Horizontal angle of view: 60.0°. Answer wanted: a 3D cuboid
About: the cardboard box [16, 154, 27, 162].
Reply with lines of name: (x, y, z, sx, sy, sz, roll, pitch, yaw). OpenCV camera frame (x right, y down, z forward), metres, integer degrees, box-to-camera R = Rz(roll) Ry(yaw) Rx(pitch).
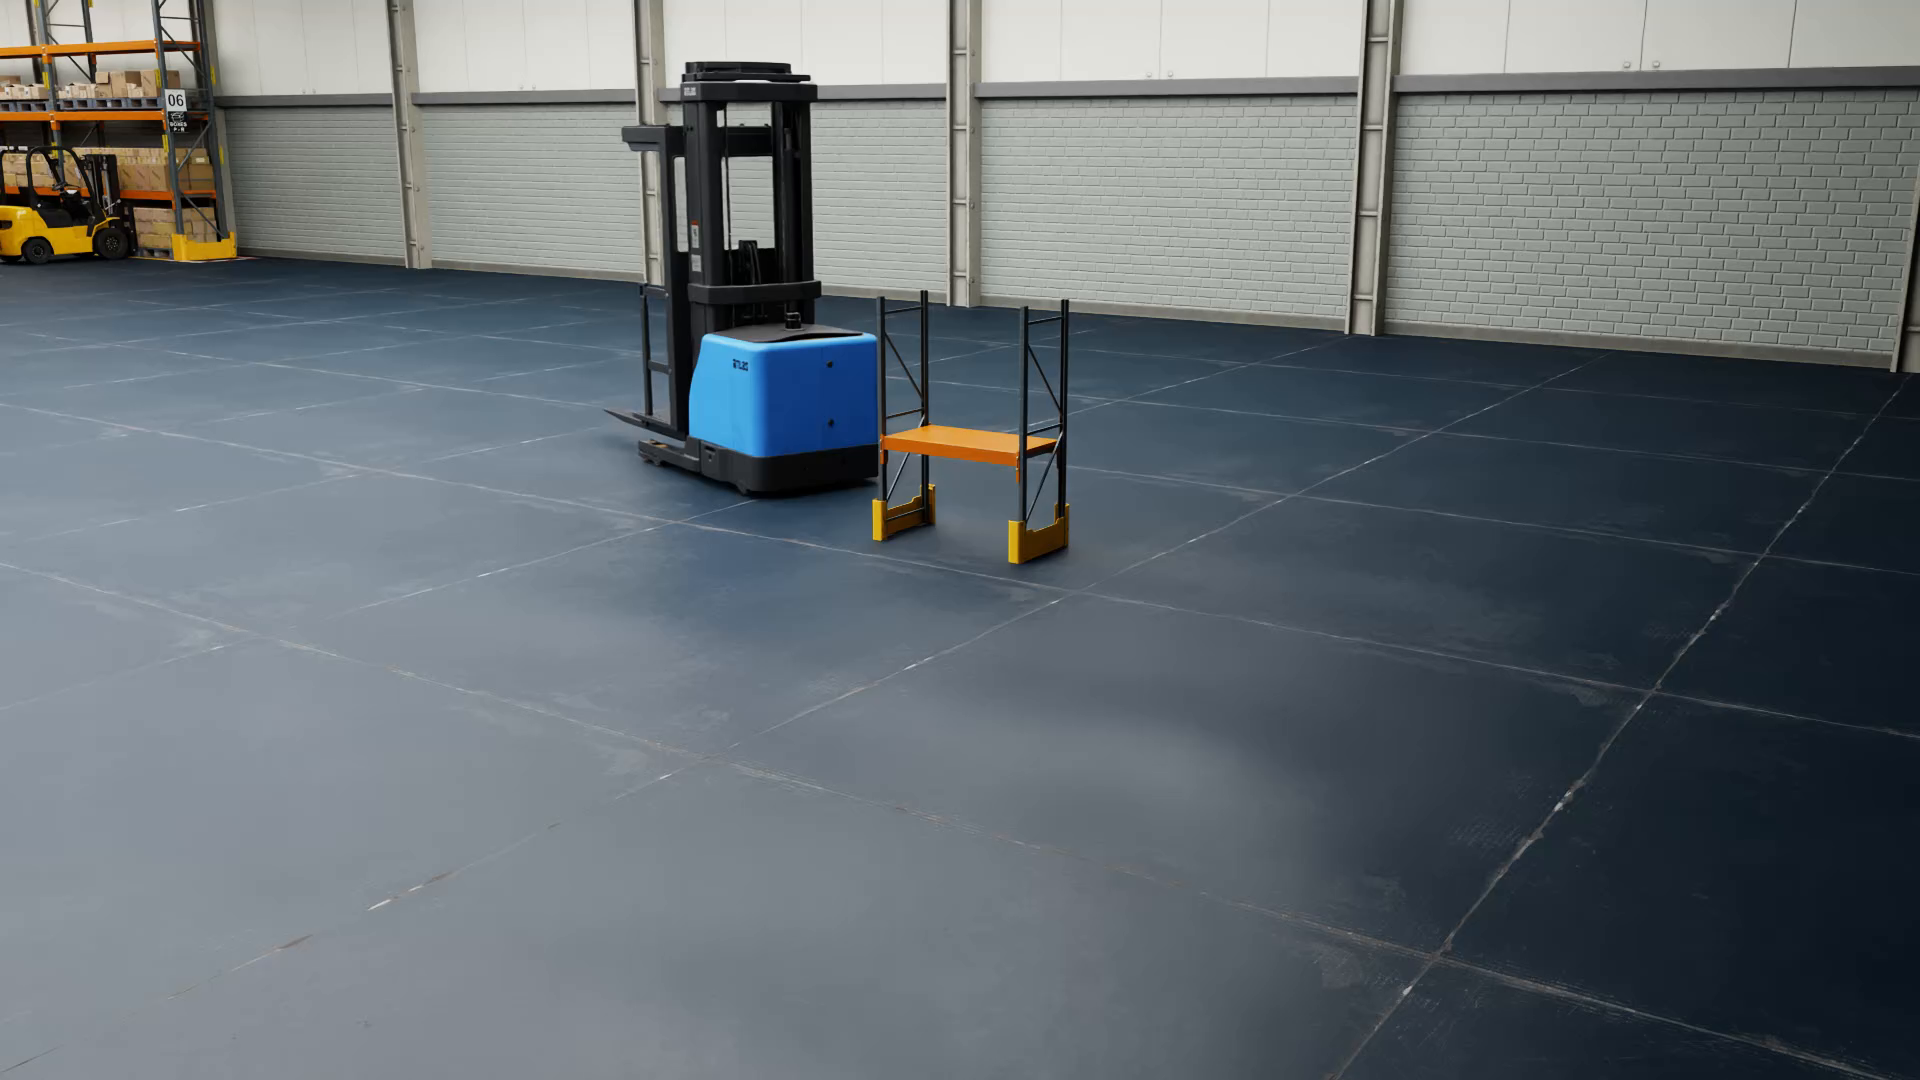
cardboard box: (-19.610, -8.042, 35.008, 0.250, 0.149, 0.380, 9, 17, 33)

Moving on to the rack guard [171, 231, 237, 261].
rack guard: (-14.787, -5.758, 32.544, 0.348, 0.500, 1.175, 9, 17, 33)

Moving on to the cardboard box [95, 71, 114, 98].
cardboard box: (-16.568, -8.987, 32.848, 0.637, 0.503, 0.797, 10, 17, 35)

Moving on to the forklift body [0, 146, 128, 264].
forklift body: (-17.398, -6.453, 31.916, 1.214, 2.155, 2.313, 9, 17, 33)

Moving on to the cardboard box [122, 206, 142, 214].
cardboard box: (-16.630, -6.531, 33.232, 0.500, 0.250, 0.500, 9, 16, 32)

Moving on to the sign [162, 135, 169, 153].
sign: (-15.121, -7.545, 31.659, 0.005, 0.325, 0.100, 9, 17, 33)

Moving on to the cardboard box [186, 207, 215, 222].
cardboard box: (-15.100, -6.431, 32.829, 0.500, 0.250, 0.500, 9, 16, 32)

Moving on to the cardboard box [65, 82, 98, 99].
cardboard box: (-17.571, -9.016, 33.364, 0.500, 0.311, 0.500, 10, 17, 34)

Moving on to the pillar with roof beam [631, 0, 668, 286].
pillar with roof beam: (-7.327, -7.692, 22.670, 0.400, 9.000, 9.100, 9, 17, 33)

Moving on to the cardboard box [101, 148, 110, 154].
cardboard box: (-16.913, -7.760, 33.252, 0.250, 0.149, 0.380, 9, 17, 33)

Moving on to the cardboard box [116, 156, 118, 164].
cardboard box: (-16.736, -7.568, 33.095, 0.250, 0.149, 0.380, 9, 16, 32)

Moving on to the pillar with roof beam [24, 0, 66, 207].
pillar with roof beam: (-22.262, -10.106, 32.421, 0.400, 9.000, 9.100, 9, 17, 33)

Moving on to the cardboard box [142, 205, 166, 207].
cardboard box: (-16.347, -6.637, 33.659, 0.500, 0.250, 0.500, 9, 16, 32)

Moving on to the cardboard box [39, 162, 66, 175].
cardboard box: (-18.676, -7.696, 34.441, 0.500, 0.250, 0.500, 9, 16, 32)

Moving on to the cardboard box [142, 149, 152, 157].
cardboard box: (-15.676, -7.545, 32.383, 0.250, 0.149, 0.380, 10, 17, 34)

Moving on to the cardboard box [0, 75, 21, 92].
cardboard box: (-20.135, -9.522, 35.015, 0.500, 0.500, 0.500, 10, 17, 34)

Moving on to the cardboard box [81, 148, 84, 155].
cardboard box: (-17.543, -7.868, 33.686, 0.250, 0.149, 0.380, 9, 16, 32)

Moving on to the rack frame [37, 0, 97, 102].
rack frame: (-18.126, -10.423, 33.702, 0.127, 3.000, 1.000, 9, 17, 33)

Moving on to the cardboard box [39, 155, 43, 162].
cardboard box: (-18.931, -7.950, 34.640, 0.250, 0.149, 0.380, 9, 17, 33)

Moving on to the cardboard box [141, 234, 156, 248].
cardboard box: (-15.780, -5.912, 32.813, 0.500, 0.250, 0.500, 9, 17, 33)

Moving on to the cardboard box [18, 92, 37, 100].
cardboard box: (-19.208, -9.185, 34.382, 0.250, 0.149, 0.380, 9, 17, 33)

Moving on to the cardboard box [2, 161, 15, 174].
cardboard box: (-19.936, -7.905, 35.284, 0.500, 0.250, 0.500, 9, 17, 34)

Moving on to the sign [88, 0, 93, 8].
sign: (-17.795, -11.061, 34.005, 0.005, 0.325, 0.100, 9, 17, 33)

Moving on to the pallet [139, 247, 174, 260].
pallet: (-15.464, -5.715, 32.972, 1.213, 0.211, 1.003, 9, 17, 33)

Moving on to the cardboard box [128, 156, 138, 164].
cardboard box: (-16.108, -7.466, 32.683, 0.250, 0.149, 0.380, 9, 16, 31)

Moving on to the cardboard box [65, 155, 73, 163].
cardboard box: (-18.008, -7.779, 33.949, 0.250, 0.149, 0.380, 9, 16, 32)

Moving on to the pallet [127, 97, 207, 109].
pallet: (-15.379, -8.488, 32.310, 1.213, 0.211, 1.003, 9, 17, 33)

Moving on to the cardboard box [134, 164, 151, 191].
cardboard box: (-15.787, -7.108, 32.588, 0.500, 0.500, 0.500, 10, 17, 35)

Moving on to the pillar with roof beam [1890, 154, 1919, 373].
pillar with roof beam: (7.609, -5.278, 12.918, 0.400, 9.000, 9.100, 9, 17, 33)

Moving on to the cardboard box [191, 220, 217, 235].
cardboard box: (-15.081, -6.191, 32.898, 0.500, 0.250, 0.500, 10, 17, 34)

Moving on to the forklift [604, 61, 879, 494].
forklift: (-1.810, -2.041, 12.470, 1.130, 2.935, 3.031, -10, 17, -34)

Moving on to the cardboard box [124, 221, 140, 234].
cardboard box: (-16.235, -6.224, 33.031, 0.500, 0.250, 0.500, 9, 16, 32)

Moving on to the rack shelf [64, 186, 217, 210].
rack shelf: (-16.466, -6.894, 33.426, 4.000, 0.370, 1.077, 9, 17, 33)

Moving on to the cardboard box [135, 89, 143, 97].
cardboard box: (-15.663, -8.612, 32.068, 0.250, 0.149, 0.380, 9, 16, 31)

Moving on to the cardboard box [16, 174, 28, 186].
cardboard box: (-19.505, -7.593, 35.065, 0.500, 0.250, 0.500, 9, 17, 33)

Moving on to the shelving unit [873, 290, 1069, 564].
shelving unit: (0.063, -0.718, 10.102, 1.083, 1.500, 0.587, 9, 17, 33)

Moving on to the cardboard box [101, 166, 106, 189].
cardboard box: (-17.041, -7.314, 33.418, 0.500, 0.500, 0.500, 9, 17, 32)

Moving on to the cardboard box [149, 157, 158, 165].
cardboard box: (-15.479, -7.357, 32.243, 0.250, 0.149, 0.380, 9, 17, 34)

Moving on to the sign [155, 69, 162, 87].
sign: (-15.121, -8.716, 31.369, 0.005, 0.325, 0.100, 9, 17, 33)

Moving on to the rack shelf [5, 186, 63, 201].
rack shelf: (-19.785, -7.430, 35.593, 4.000, 0.370, 1.077, 9, 17, 33)

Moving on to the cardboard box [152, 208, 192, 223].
cardboard box: (-15.363, -6.329, 32.414, 0.500, 0.250, 0.500, 10, 17, 35)

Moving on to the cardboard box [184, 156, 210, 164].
cardboard box: (-14.943, -7.435, 32.559, 0.250, 0.149, 0.380, 9, 16, 31)

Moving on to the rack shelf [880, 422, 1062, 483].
rack shelf: (0.071, -0.542, 10.140, 1.000, 0.185, 0.538, 9, 17, 33)

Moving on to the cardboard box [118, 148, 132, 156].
cardboard box: (-16.336, -7.640, 32.765, 0.250, 0.149, 0.380, 10, 17, 34)
